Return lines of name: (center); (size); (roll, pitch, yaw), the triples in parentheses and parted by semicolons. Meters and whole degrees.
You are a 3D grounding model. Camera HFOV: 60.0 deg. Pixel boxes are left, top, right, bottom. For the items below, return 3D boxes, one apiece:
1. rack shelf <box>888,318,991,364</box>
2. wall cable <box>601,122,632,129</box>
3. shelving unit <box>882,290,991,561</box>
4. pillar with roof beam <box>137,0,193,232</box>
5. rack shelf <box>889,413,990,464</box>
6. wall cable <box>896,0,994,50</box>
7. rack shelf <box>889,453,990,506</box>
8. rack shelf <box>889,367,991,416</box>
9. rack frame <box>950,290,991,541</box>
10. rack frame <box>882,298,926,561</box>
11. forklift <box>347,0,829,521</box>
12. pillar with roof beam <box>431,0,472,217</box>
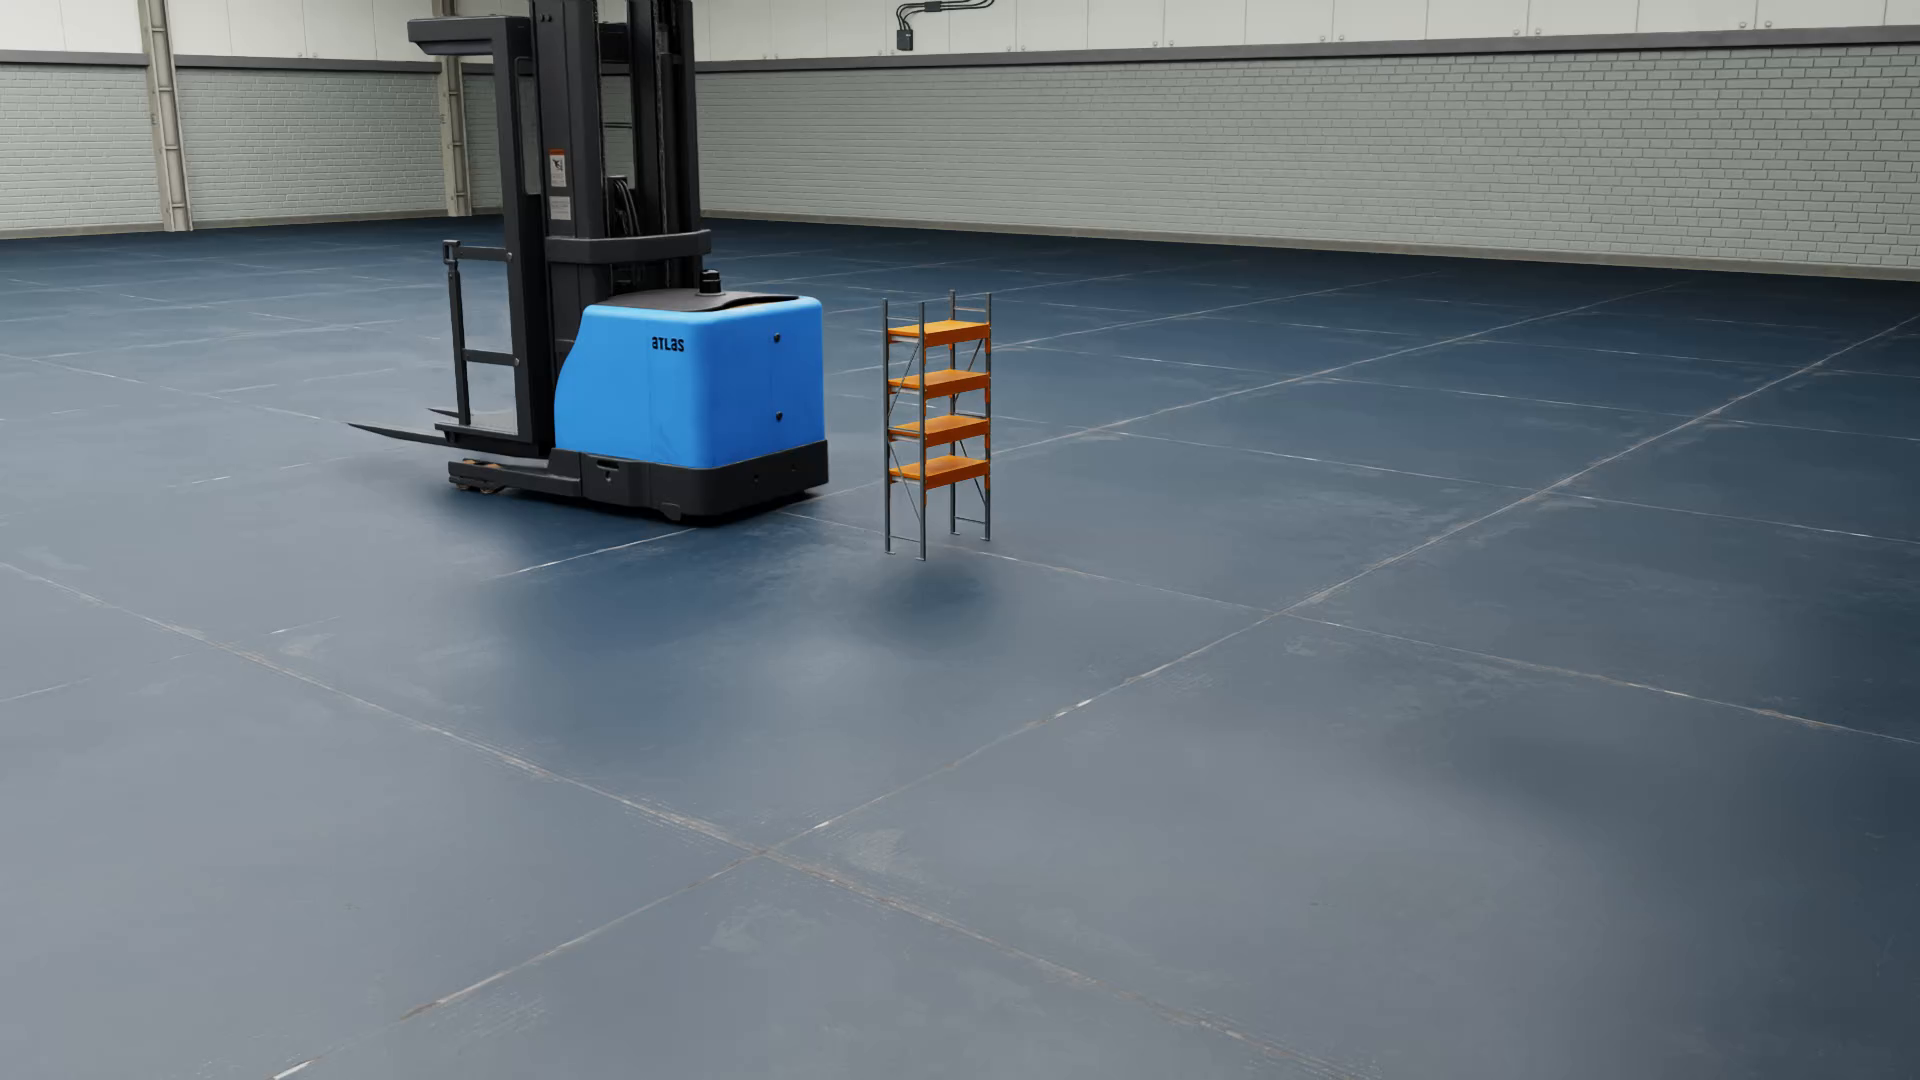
rack shelf: (-0.104, -0.931, 7.754); (0.258, 0.148, 0.480); (11, 18, 38)
wall cable: (-7.612, -10.011, 35.561); (3.097, 2.526, 0.112); (11, 18, 38)
shelving unit: (-0.104, -0.550, 7.850); (0.258, 1.200, 0.503); (11, 18, 38)
pillar with roof beam: (-10.914, -9.341, 26.618); (9.100, 9.000, 0.400); (11, 18, 38)
rack shelf: (-0.104, -0.485, 7.867); (0.258, 0.148, 0.480); (11, 18, 38)
wall cable: (-0.237, -11.692, 28.965); (2.305, 6.003, 0.169); (11, 18, 38)
rack shelf: (-0.104, -0.292, 7.916); (0.258, 0.148, 0.480); (11, 18, 38)
rack shelf: (-0.104, -0.701, 7.812); (0.258, 0.148, 0.480); (11, 18, 38)
rack frame: (0.049, -0.597, 8.034); (0.240, 1.200, 0.015); (11, 18, 38)
rack frame: (-0.257, -0.503, 7.666); (0.240, 1.200, 0.015); (11, 18, 38)
forklift: (-2.232, -1.771, 9.142); (3.031, 2.935, 1.130); (9, 17, 32)
pillar with roof beam: (-7.143, -10.490, 31.141); (9.100, 9.000, 0.400); (11, 18, 38)
